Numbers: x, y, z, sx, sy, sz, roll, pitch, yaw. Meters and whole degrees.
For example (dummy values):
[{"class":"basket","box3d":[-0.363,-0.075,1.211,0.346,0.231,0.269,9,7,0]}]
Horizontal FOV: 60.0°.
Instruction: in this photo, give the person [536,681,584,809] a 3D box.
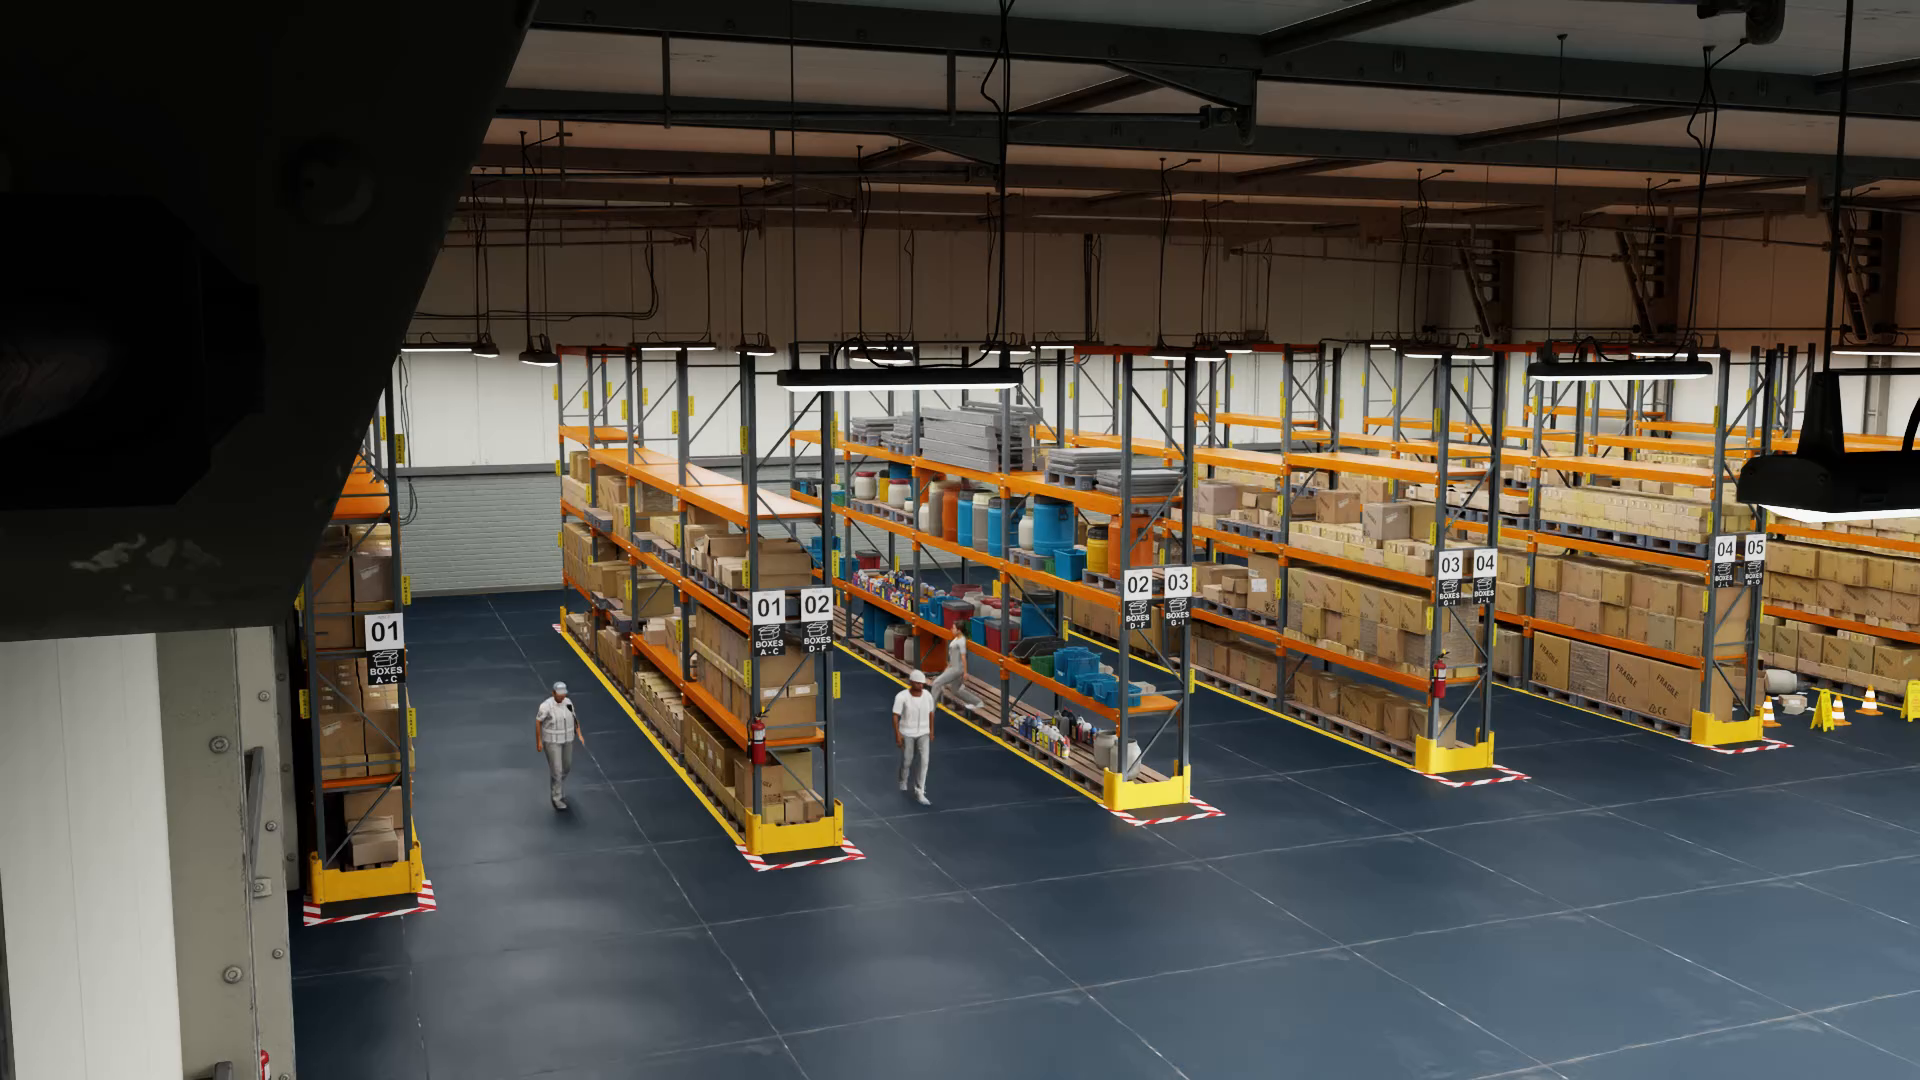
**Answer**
[{"class":"person","box3d":[-5.350,2.700,22.232,0.703,1.661,0.542,6,10,41]}]

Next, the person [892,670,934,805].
[{"class":"person","box3d":[-0.596,2.631,22.472,0.659,1.759,0.765,-3,8,-25]}]

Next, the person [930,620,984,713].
[{"class":"person","box3d":[-0.149,2.029,26.482,1.072,1.468,0.461,0,7,2]}]
